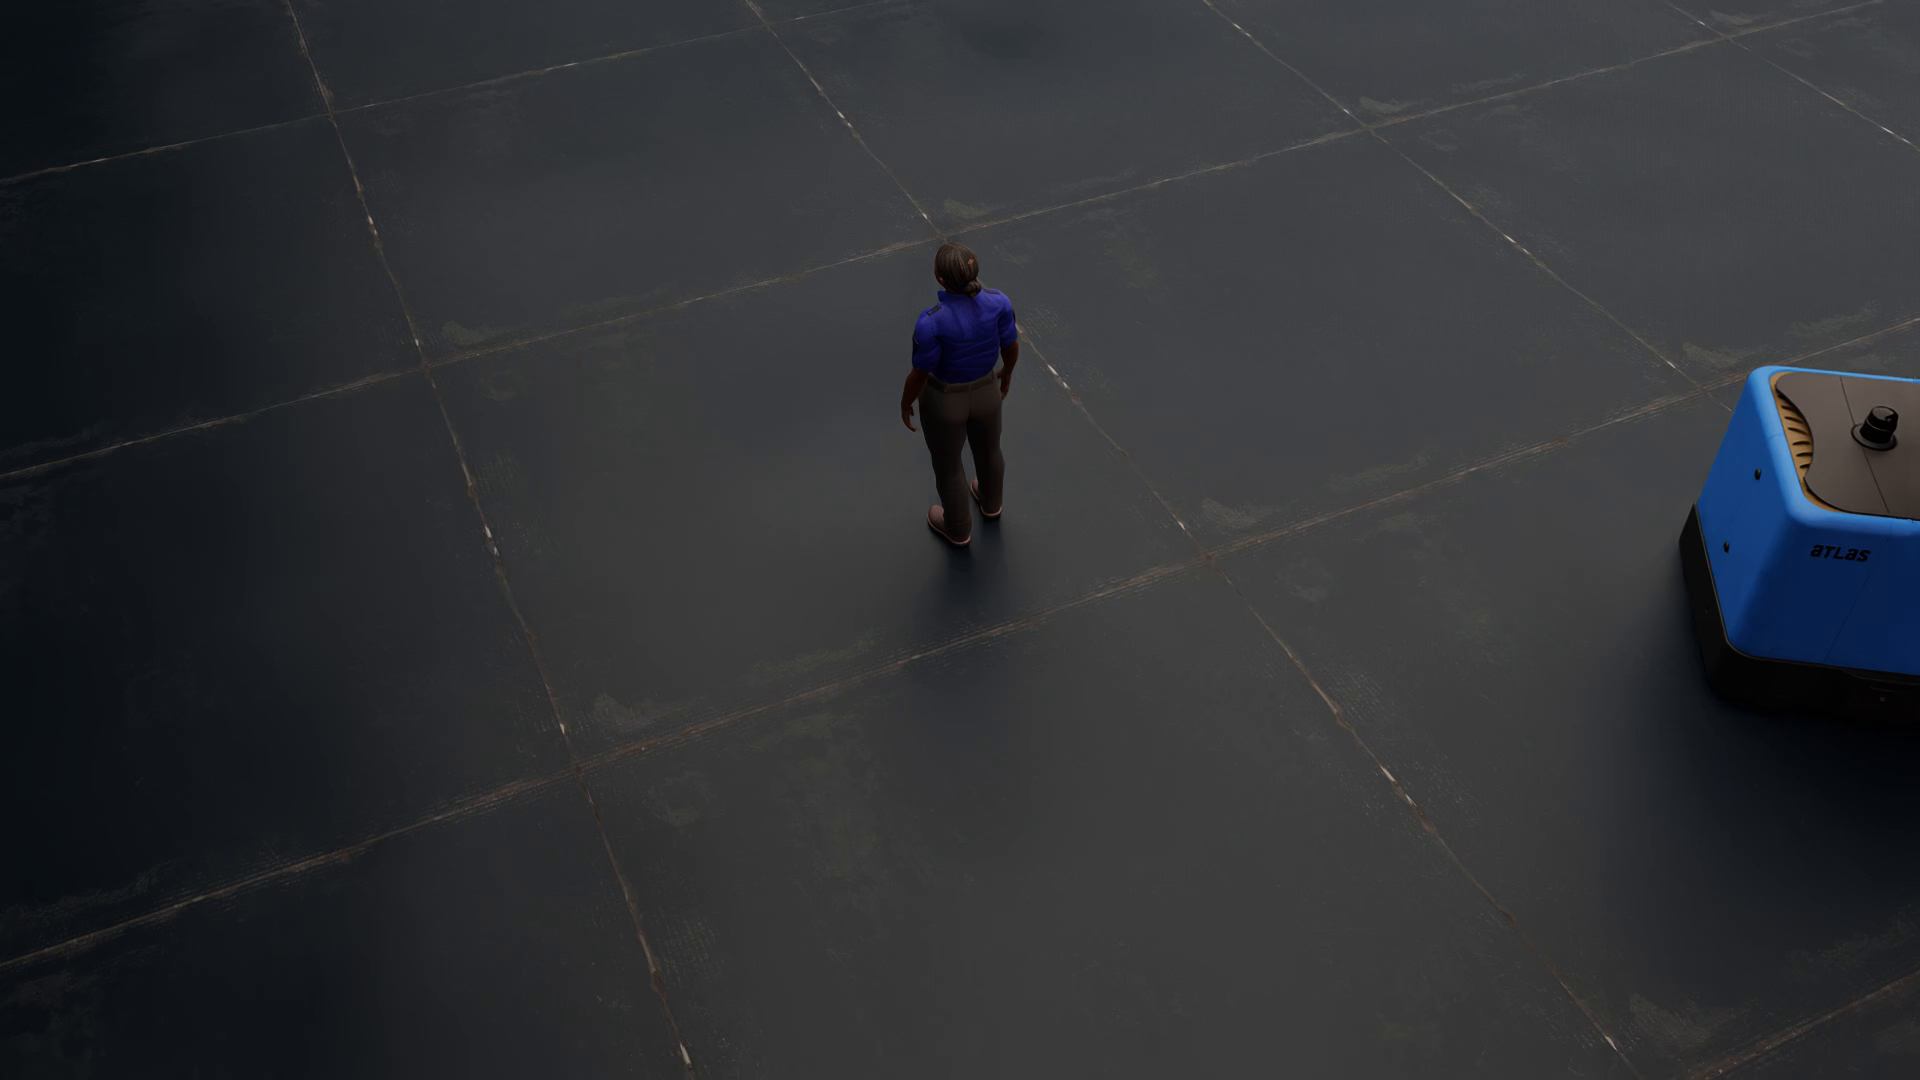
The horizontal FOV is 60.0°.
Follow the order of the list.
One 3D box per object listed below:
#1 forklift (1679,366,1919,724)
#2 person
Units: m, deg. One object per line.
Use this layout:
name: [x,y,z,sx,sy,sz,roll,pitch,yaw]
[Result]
forklift: [4.754,-0.548,6.267,3.031,2.935,1.130,7,43,7]
person: [-0.019,-0.670,7.323,0.569,1.656,0.503,-18,46,-18]
